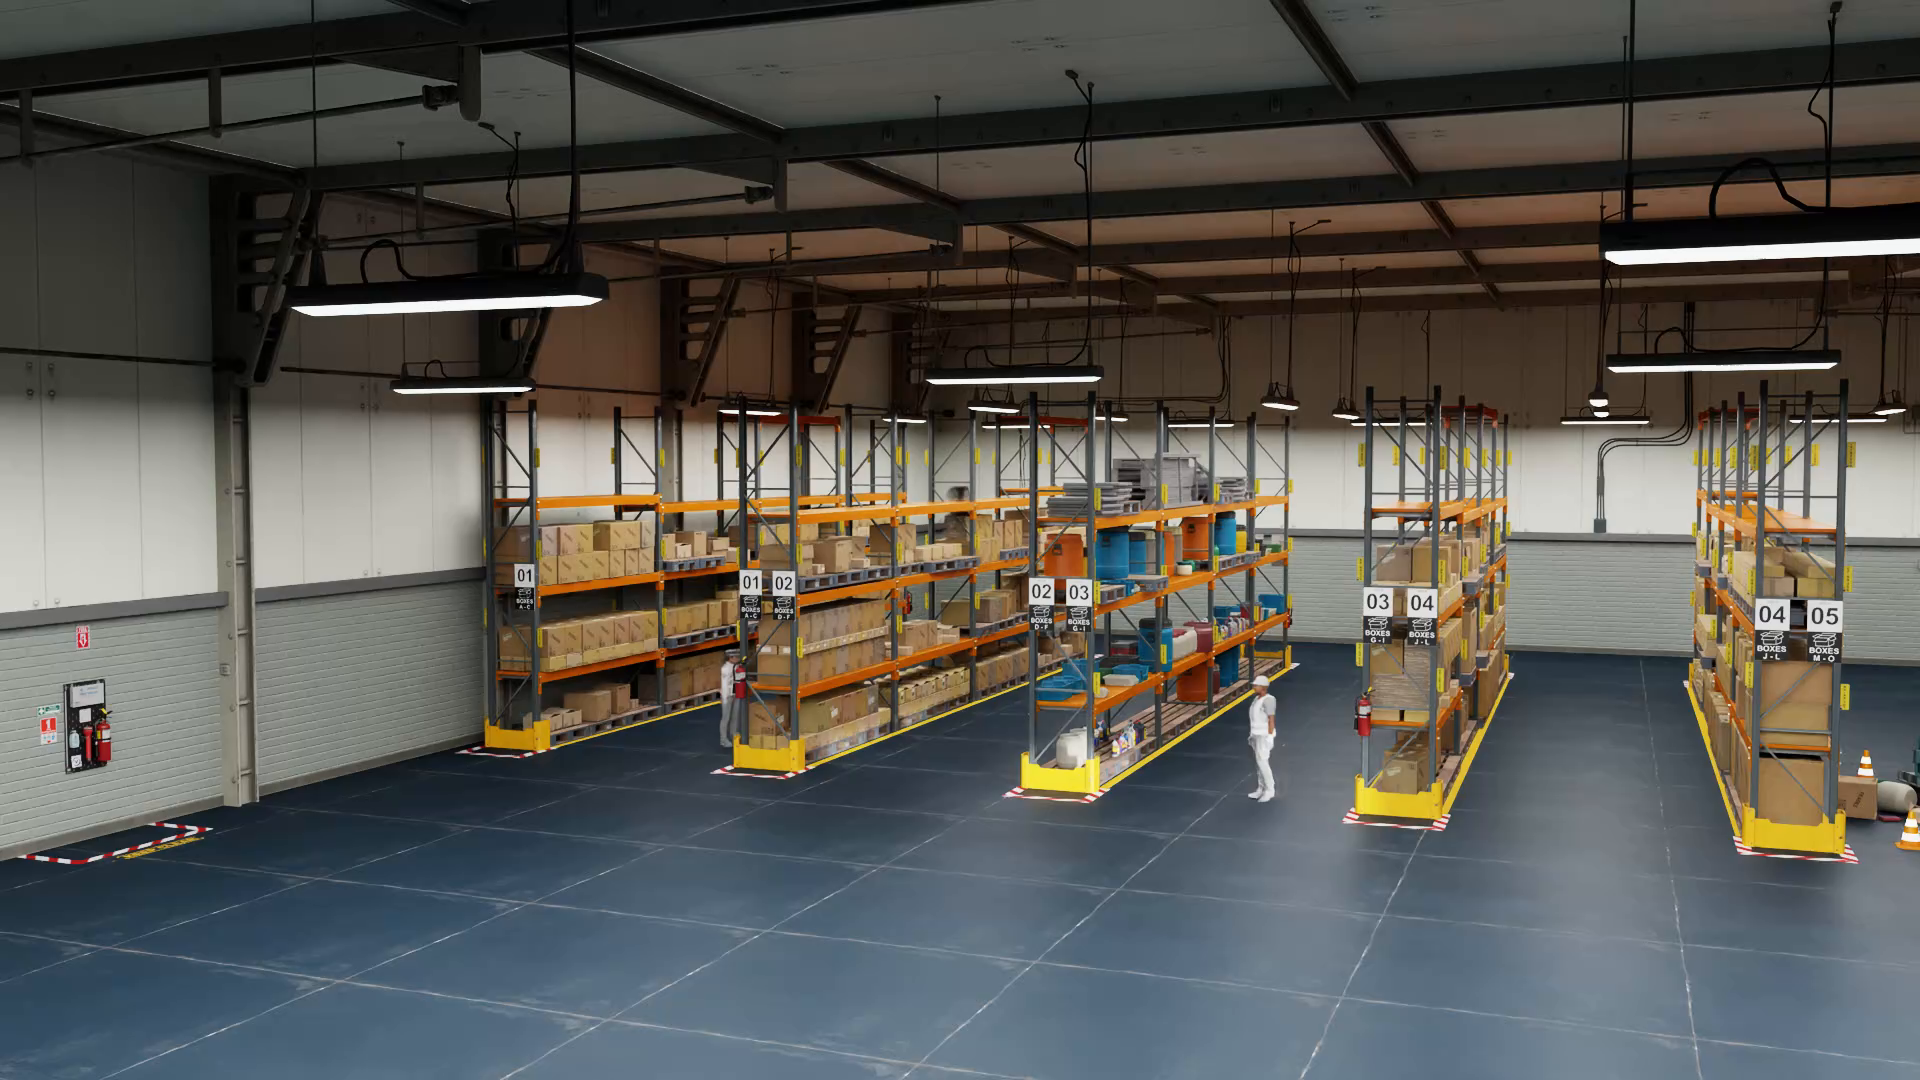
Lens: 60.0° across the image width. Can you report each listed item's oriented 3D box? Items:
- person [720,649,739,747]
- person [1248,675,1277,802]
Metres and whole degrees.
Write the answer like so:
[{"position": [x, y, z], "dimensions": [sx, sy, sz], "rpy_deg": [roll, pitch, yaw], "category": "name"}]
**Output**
[{"position": [-3.984, 2.735, 28.944], "dimensions": [0.372, 1.682, 0.504], "rpy_deg": [1, 3, 23], "category": "person"}, {"position": [4.425, 2.911, 24.463], "dimensions": [0.394, 1.828, 0.617], "rpy_deg": [0, 3, -8], "category": "person"}]
